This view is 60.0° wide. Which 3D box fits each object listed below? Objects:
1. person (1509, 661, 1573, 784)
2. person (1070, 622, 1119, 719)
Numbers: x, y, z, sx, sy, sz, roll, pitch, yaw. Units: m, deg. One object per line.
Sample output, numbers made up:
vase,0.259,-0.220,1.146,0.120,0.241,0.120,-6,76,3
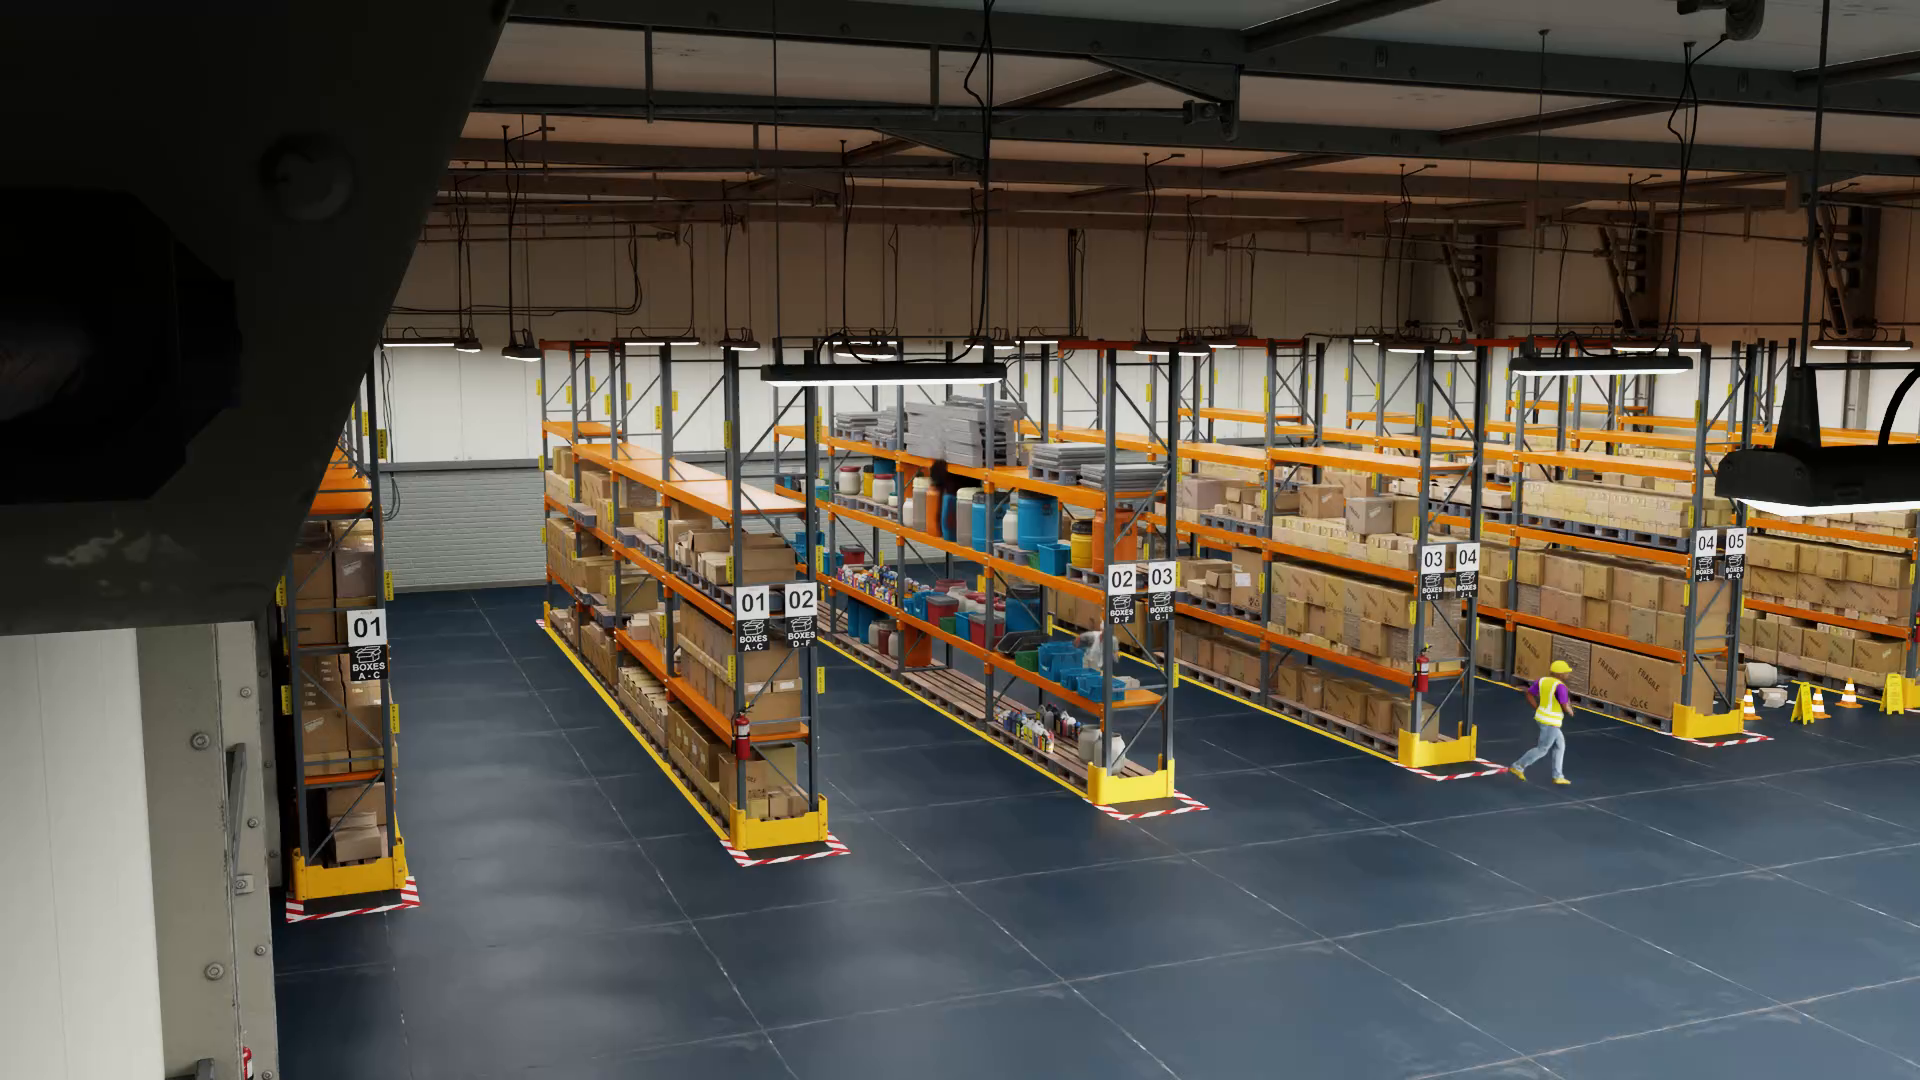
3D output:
person,7.997,2.513,22.751,0.849,1.737,0.661,0,7,-1
person,2.157,2.027,26.814,0.684,1.591,1.124,-4,8,-27
